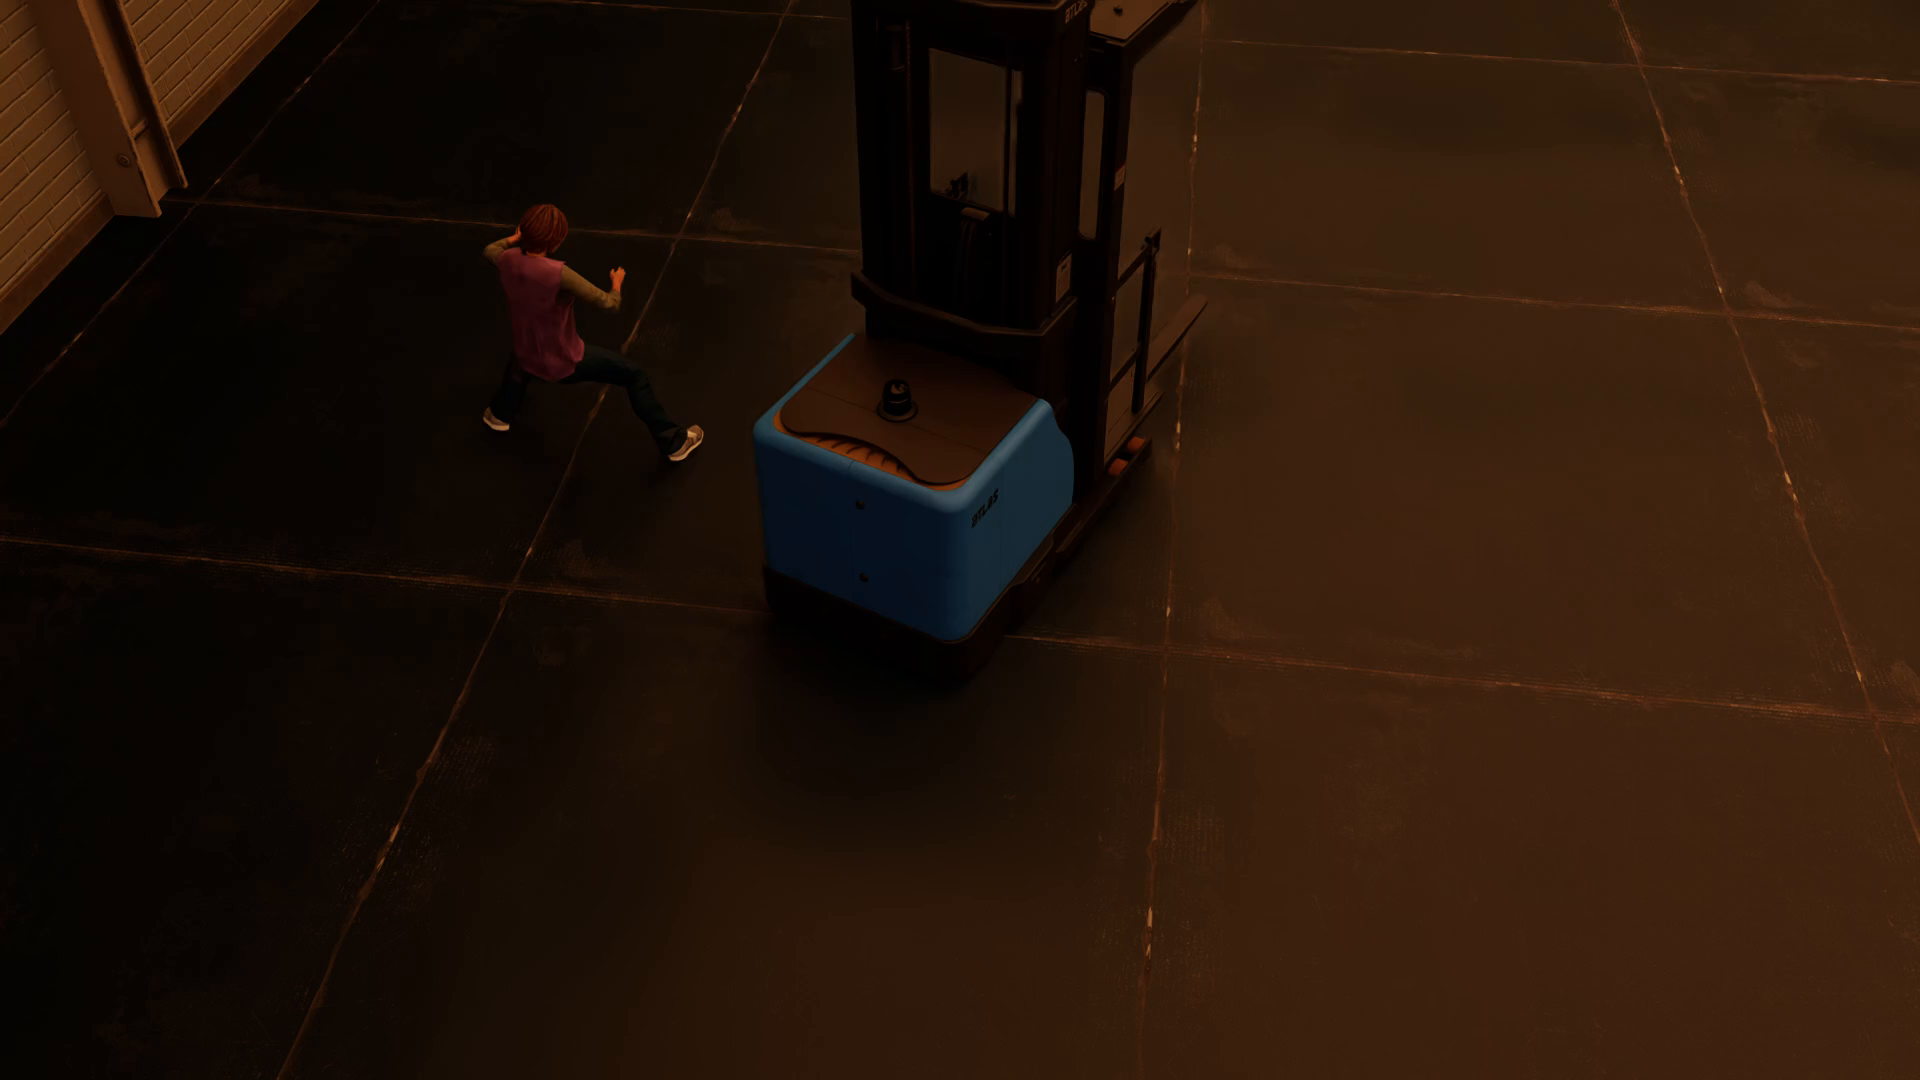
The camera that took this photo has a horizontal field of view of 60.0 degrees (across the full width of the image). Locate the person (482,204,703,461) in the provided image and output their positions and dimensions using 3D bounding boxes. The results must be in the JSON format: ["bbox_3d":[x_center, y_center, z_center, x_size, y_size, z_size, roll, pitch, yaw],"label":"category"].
[{"bbox_3d":[-1.892,-1.028,7.996,1.088,1.371,0.610,20,46,21],"label":"person"}]

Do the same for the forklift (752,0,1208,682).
[{"bbox_3d":[0.297,-1.456,7.309,1.130,2.935,3.031,21,47,22],"label":"forklift"}]
